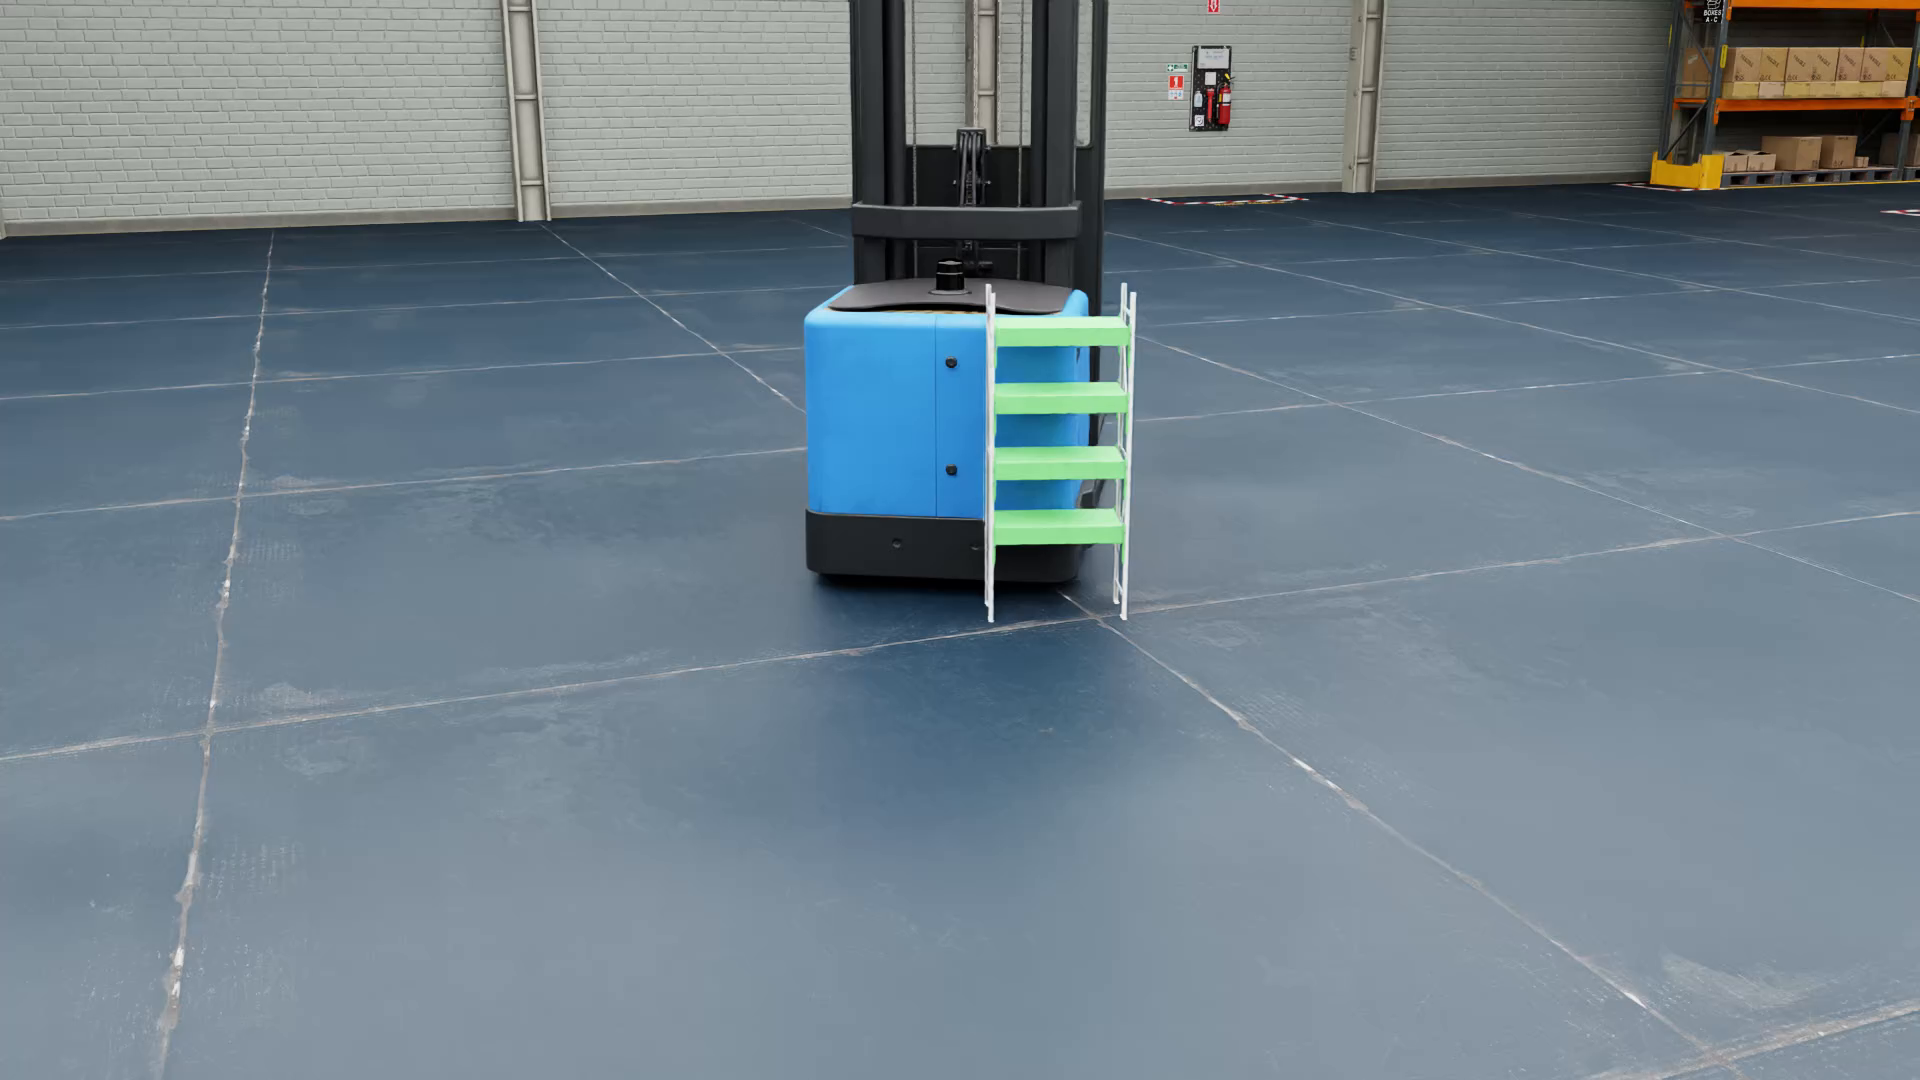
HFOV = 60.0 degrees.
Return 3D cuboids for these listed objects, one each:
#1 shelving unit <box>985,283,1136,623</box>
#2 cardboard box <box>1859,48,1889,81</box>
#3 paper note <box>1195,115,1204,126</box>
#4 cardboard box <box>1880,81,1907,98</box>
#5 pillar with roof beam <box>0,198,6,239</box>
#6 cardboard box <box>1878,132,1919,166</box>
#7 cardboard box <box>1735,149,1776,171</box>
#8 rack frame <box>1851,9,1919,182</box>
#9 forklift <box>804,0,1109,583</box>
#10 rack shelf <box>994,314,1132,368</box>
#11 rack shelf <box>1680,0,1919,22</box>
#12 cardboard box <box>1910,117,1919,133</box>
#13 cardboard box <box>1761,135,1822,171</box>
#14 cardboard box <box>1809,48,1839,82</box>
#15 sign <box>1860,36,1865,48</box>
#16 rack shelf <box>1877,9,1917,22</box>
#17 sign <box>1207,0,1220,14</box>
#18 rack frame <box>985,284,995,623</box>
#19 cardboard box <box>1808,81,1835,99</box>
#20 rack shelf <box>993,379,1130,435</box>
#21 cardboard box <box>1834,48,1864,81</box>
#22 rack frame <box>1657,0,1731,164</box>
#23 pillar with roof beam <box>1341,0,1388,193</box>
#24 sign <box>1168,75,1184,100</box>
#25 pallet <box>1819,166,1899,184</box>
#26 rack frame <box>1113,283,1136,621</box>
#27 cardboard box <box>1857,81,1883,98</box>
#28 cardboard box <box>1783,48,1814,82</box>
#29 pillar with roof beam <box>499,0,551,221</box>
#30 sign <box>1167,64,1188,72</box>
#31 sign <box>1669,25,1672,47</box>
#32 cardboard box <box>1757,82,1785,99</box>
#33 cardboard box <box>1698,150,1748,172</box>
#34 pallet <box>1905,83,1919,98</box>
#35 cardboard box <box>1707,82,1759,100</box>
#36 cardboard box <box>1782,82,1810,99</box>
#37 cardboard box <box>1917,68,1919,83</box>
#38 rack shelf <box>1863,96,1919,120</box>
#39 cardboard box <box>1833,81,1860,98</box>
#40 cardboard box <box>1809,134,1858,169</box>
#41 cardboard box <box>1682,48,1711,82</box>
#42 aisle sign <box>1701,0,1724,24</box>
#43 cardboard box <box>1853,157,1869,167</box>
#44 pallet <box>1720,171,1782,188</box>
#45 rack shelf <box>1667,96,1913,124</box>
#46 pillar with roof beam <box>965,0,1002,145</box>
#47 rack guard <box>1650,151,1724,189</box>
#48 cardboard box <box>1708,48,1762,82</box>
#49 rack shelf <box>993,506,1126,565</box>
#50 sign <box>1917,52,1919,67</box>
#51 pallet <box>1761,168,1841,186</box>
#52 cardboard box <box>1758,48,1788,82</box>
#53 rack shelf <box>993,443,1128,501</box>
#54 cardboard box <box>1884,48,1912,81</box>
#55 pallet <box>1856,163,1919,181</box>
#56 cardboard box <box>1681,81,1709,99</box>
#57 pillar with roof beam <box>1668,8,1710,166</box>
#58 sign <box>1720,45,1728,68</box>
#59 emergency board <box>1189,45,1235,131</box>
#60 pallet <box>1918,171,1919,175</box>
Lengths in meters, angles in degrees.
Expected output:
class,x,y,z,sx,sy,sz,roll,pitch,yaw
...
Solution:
class,x,y,z,sx,sy,sz,roll,pitch,yaw
shelving unit,0.351,-0.310,6.025,0.503,1.200,0.258,-1,16,-3
cardboard box,14.114,-7.448,26.036,0.500,0.500,0.500,-6,17,-20
paper note,3.404,-5.960,23.633,0.142,0.148,0.016,-6,17,-20
cardboard box,14.575,-7.141,26.324,0.500,0.250,0.500,-6,17,-20
pillar with roof beam,-9.353,-6.552,13.440,0.400,9.000,9.100,-6,17,-20
cardboard box,15.590,-6.422,27.298,0.500,0.500,0.700,-6,17,-18
cardboard box,12.384,-5.952,26.036,0.500,0.311,0.500,-5,17,-15
rack frame,14.909,-7.331,26.740,0.127,3.000,1.000,-6,17,-20
forklift,0.112,-1.613,7.389,1.130,2.935,3.031,2,17,7
rack shelf,0.351,-0.709,5.907,0.480,0.148,0.258,-1,16,-3
rack shelf,13.041,-8.224,25.732,4.000,0.370,1.077,-6,17,-20
cardboard box,16.000,-6.827,27.346,0.500,0.250,0.500,-7,18,-21
cardboard box,13.087,-6.104,26.216,0.500,0.500,0.700,-7,18,-24
cardboard box,13.155,-7.347,25.694,0.500,0.500,0.500,-6,17,-18
sign,14.707,-8.032,27.073,0.005,0.325,0.100,-6,17,-20
rack shelf,16.776,-8.627,27.105,4.000,0.370,1.077,-6,17,-20
sign,3.551,-7.520,23.267,0.199,0.298,0.001,-6,17,-20
rack frame,0.108,-0.307,6.013,0.015,1.200,0.240,-1,16,-3
cardboard box,13.173,-6.988,25.800,0.500,0.250,0.500,-6,17,-20
rack shelf,0.351,-0.479,5.975,0.480,0.148,0.258,-1,16,-3
cardboard box,13.640,-7.400,25.873,0.500,0.500,0.500,-7,18,-22
rack frame,11.174,-6.928,25.366,0.127,3.000,1.000,-6,17,-20
pillar with roof beam,7.456,-8.367,19.619,0.400,9.000,9.100,-6,17,-20
sign,3.041,-6.371,23.405,0.234,0.329,0.001,-6,17,-20
pallet,14.294,-5.916,26.870,1.213,0.211,1.003,-6,17,-20
rack frame,0.595,-0.314,6.036,0.015,1.200,0.240,-1,16,-3
cardboard box,14.107,-7.093,26.160,0.500,0.250,0.500,-6,17,-20
cardboard box,12.677,-7.292,25.506,0.500,0.500,0.500,-7,18,-22
pillar with roof beam,-3.750,-7.157,15.499,0.400,9.000,9.100,-6,17,-20
sign,3.048,-6.623,23.324,0.331,0.109,0.001,-6,17,-20
sign,10.994,-7.783,25.663,0.005,0.325,0.100,-6,17,-20
cardboard box,12.223,-6.887,25.459,0.500,0.250,0.500,-7,18,-22
cardboard box,11.852,-5.895,25.840,0.500,0.311,0.500,-8,18,-26
pallet,15.675,-7.278,26.899,1.213,0.211,1.003,-6,17,-20
cardboard box,11.743,-6.831,25.268,0.500,0.250,0.500,-7,18,-22
cardboard box,12.701,-6.937,25.628,0.500,0.250,0.500,-6,18,-21
cardboard box,15.396,-7.633,26.808,0.500,0.500,0.700,-6,17,-20
rack shelf,16.776,-7.188,27.528,4.000,0.370,1.077,-6,17,-20
cardboard box,13.643,-7.039,25.974,0.500,0.250,0.500,-6,17,-20
cardboard box,13.954,-6.228,26.638,0.500,0.500,0.500,-8,18,-24
cardboard box,11.538,-7.329,25.631,0.500,0.500,0.500,-6,18,-21
aisle sign,11.214,-8.089,24.707,0.004,0.787,0.394,-6,17,-20
cardboard box,14.420,-6.121,26.866,0.250,0.166,0.380,-9,18,-27
pallet,12.016,-5.670,26.033,1.213,0.211,1.003,-6,17,-20
rack shelf,13.041,-6.784,26.154,4.000,0.370,1.077,-6,17,-20
pillar with roof beam,1.853,-7.762,17.559,0.400,9.000,9.100,-6,17,-20
rack guard,11.245,-5.736,25.745,0.348,0.500,1.175,-6,17,-20
cardboard box,11.727,-7.194,25.174,0.500,0.500,0.500,-6,17,-20
rack shelf,0.351,-0.018,6.110,0.480,0.148,0.258,-1,16,-3
sign,15.110,-7.605,26.134,0.005,0.325,0.100,-6,17,-20
pallet,13.153,-5.792,26.448,1.213,0.211,1.003,-6,17,-20
cardboard box,12.192,-7.242,25.334,0.500,0.500,0.500,-6,17,-20
rack shelf,0.351,-0.249,6.043,0.480,0.148,0.258,-1,16,-3
cardboard box,14.578,-7.500,26.213,0.500,0.500,0.500,-6,17,-20
pallet,15.635,-6.072,27.401,1.213,0.211,1.003,-6,17,-20
cardboard box,11.541,-6.964,25.719,0.500,0.250,0.500,-6,17,-19
pillar with roof beam,13.058,-8.972,21.679,0.400,9.000,9.100,-6,17,-20
sign,11.368,-7.201,24.758,0.005,0.325,0.100,-6,17,-20
emergency board,3.594,-6.382,23.508,0.643,1.169,0.194,-6,17,-20
pallet,16.776,-6.196,27.824,1.213,0.211,1.003,-6,17,-20
